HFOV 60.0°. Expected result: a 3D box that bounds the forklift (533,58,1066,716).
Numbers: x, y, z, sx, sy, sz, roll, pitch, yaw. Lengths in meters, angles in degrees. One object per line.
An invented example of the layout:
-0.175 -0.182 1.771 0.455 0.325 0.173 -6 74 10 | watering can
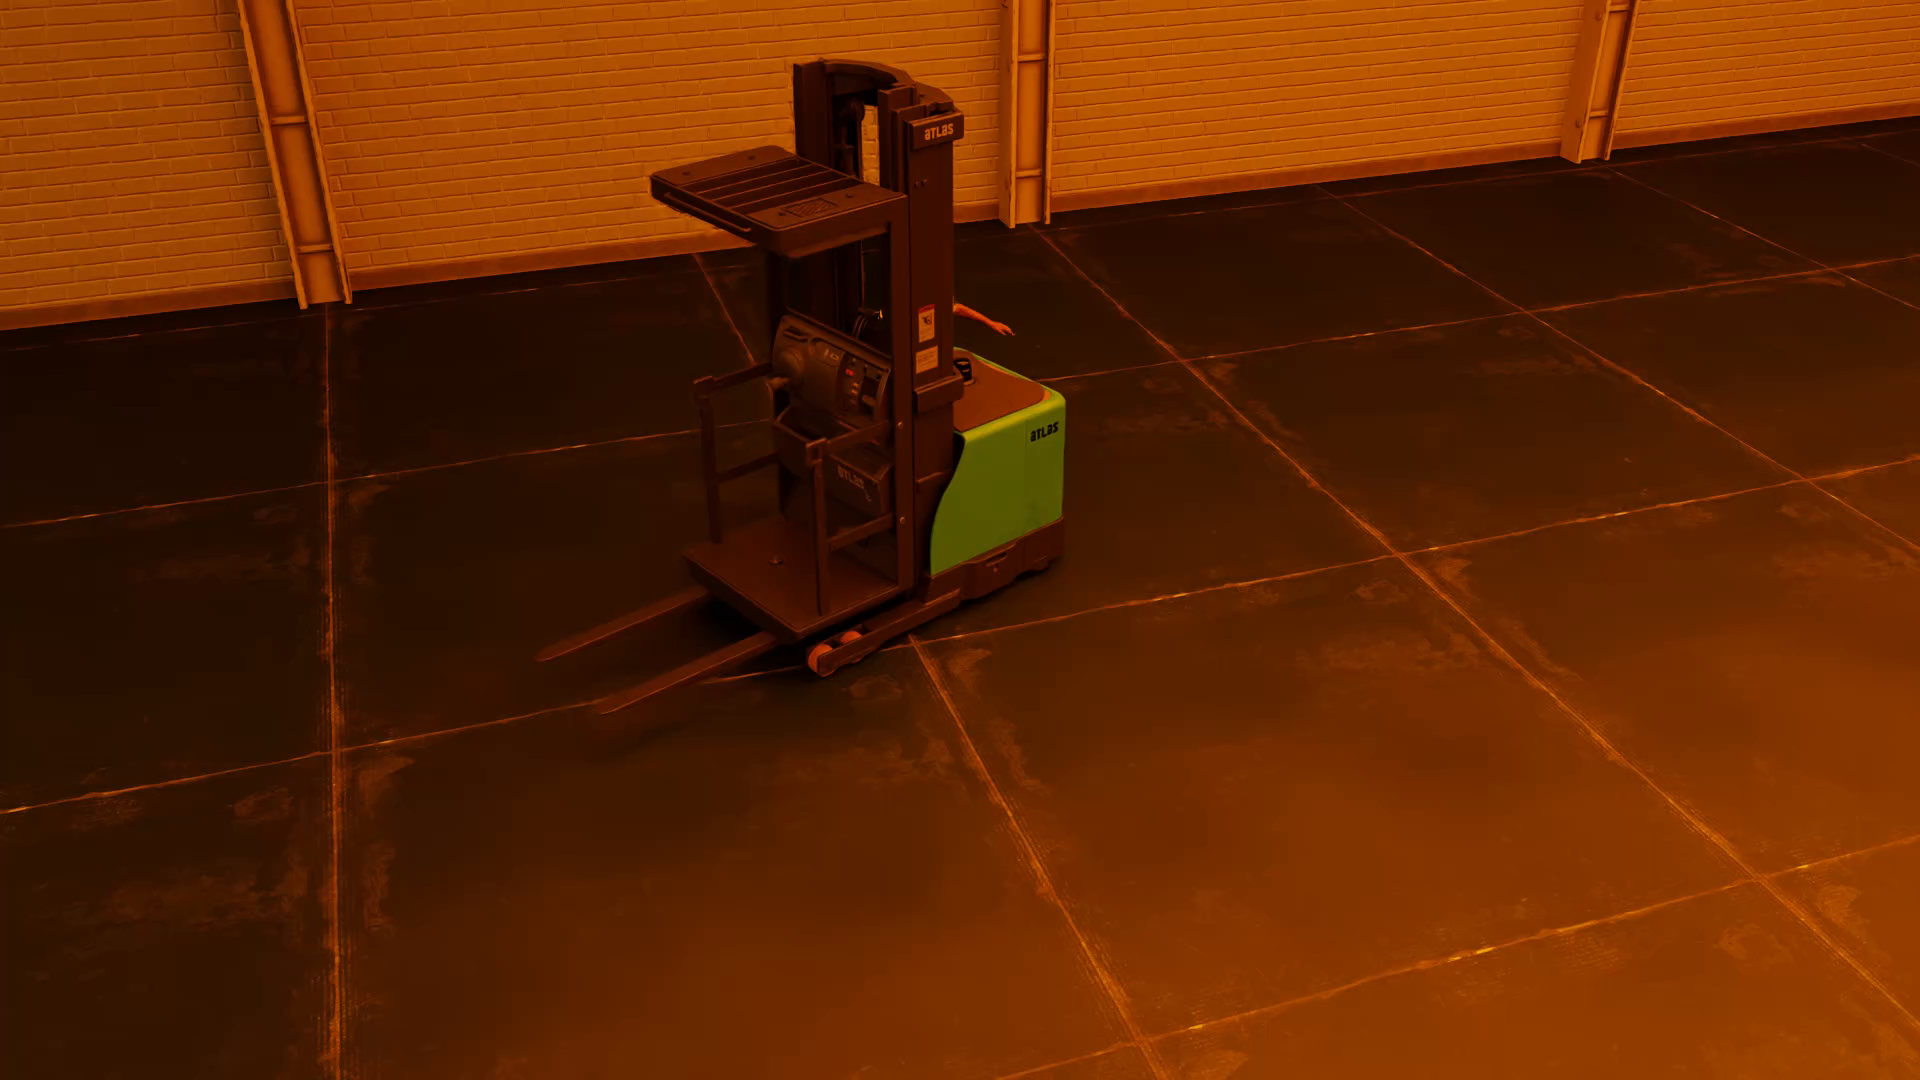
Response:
-0.833 -0.847 8.559 3.031 2.935 1.130 -24 37 -35 | forklift

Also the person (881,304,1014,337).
-0.132 -0.944 10.184 0.813 1.465 1.020 15 33 25 | person
